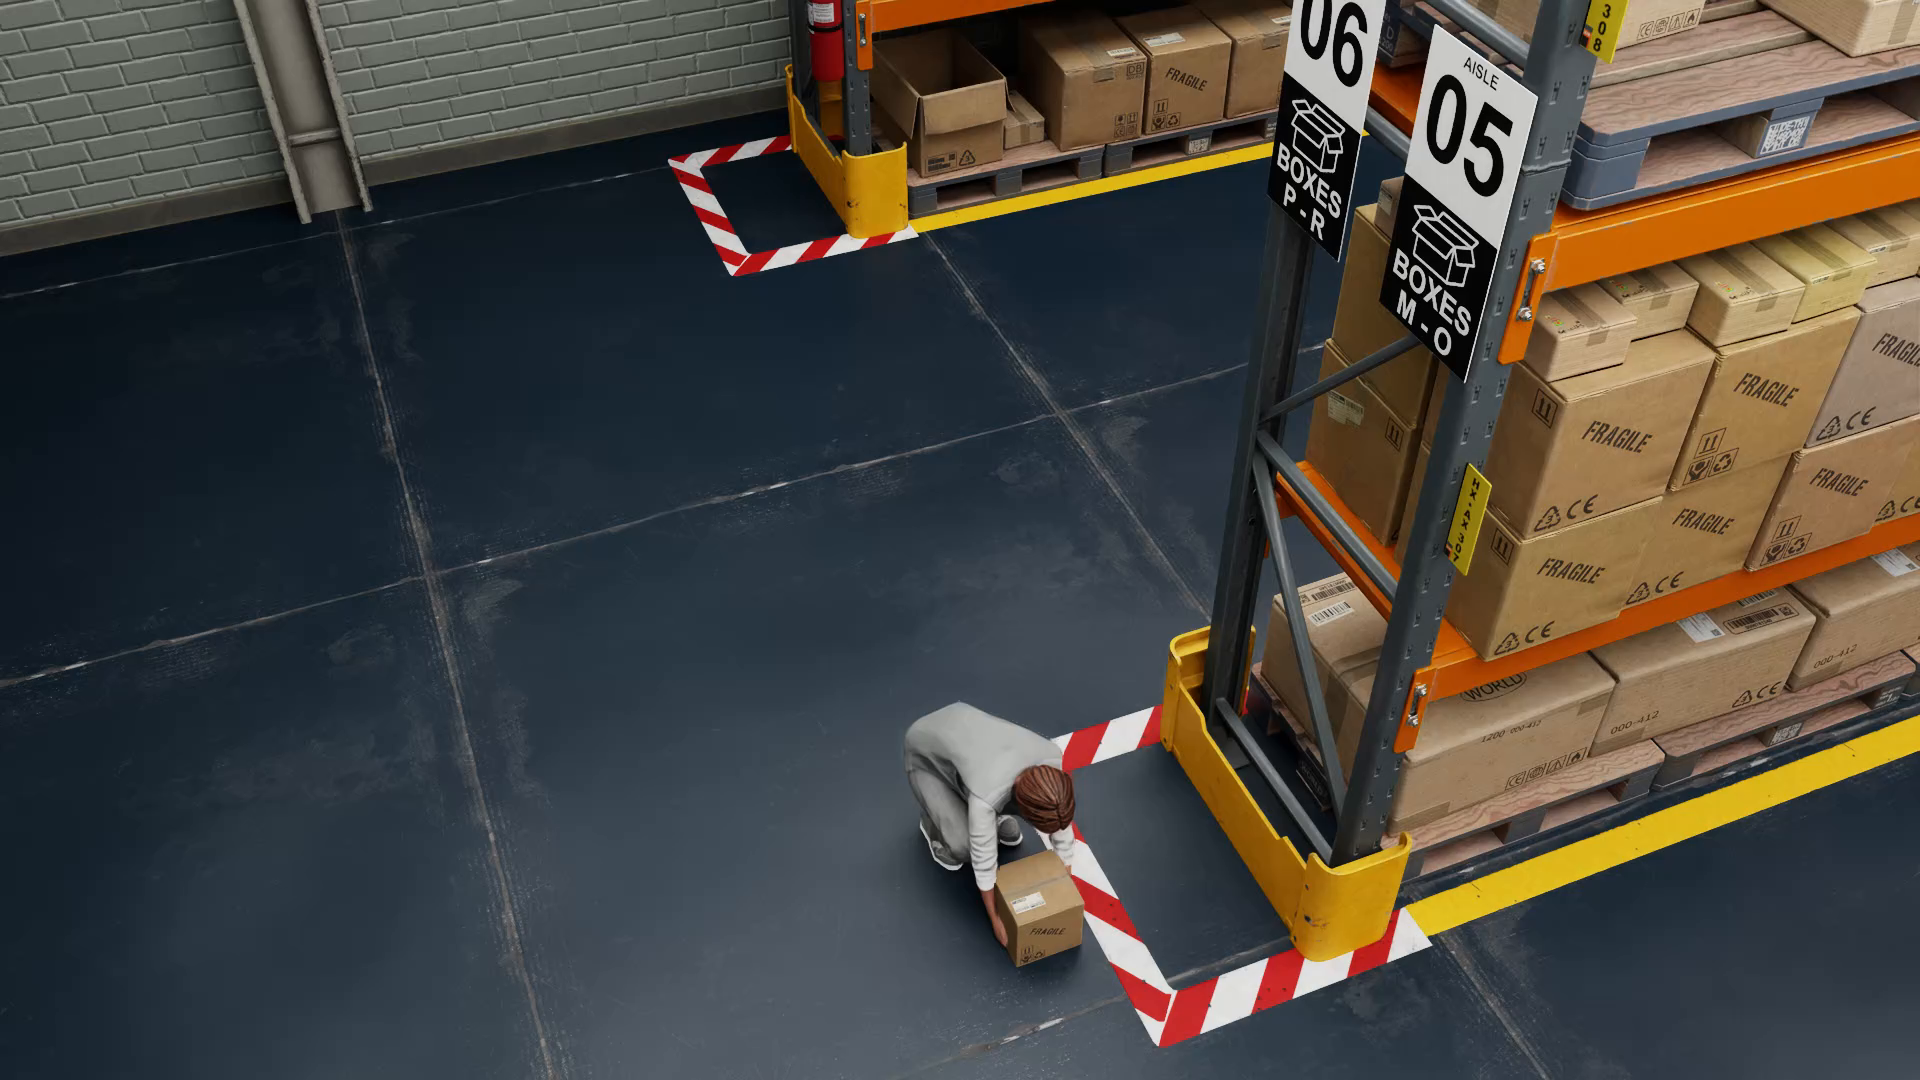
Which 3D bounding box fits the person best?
[{"bbox_3d":[0.104,0.899,5.824,0.436,0.768,0.815,-20,46,-21],"label":"person"}]
